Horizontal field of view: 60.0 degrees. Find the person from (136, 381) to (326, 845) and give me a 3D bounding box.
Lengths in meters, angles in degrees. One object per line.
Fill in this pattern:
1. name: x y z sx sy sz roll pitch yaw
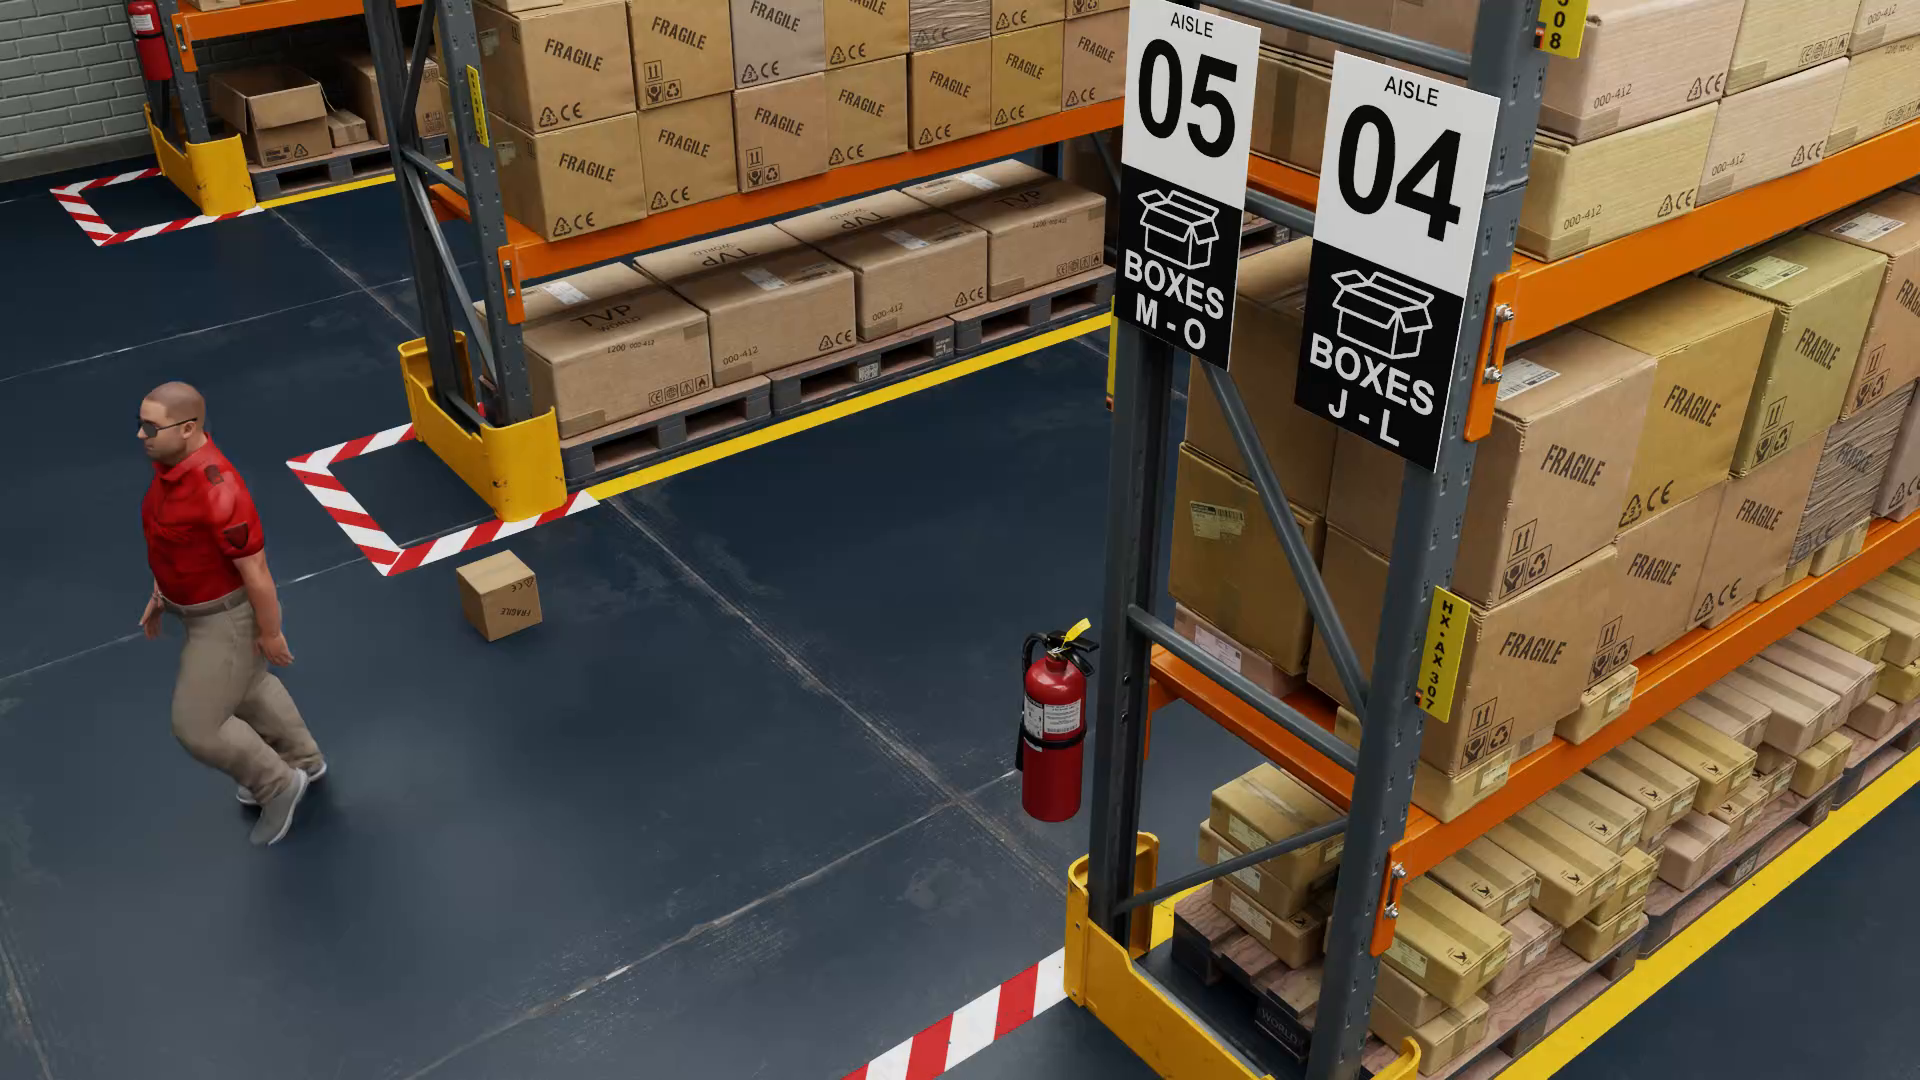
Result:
1. person: -2.555 0.287 5.709 0.486 1.783 0.544 -21 38 -30
